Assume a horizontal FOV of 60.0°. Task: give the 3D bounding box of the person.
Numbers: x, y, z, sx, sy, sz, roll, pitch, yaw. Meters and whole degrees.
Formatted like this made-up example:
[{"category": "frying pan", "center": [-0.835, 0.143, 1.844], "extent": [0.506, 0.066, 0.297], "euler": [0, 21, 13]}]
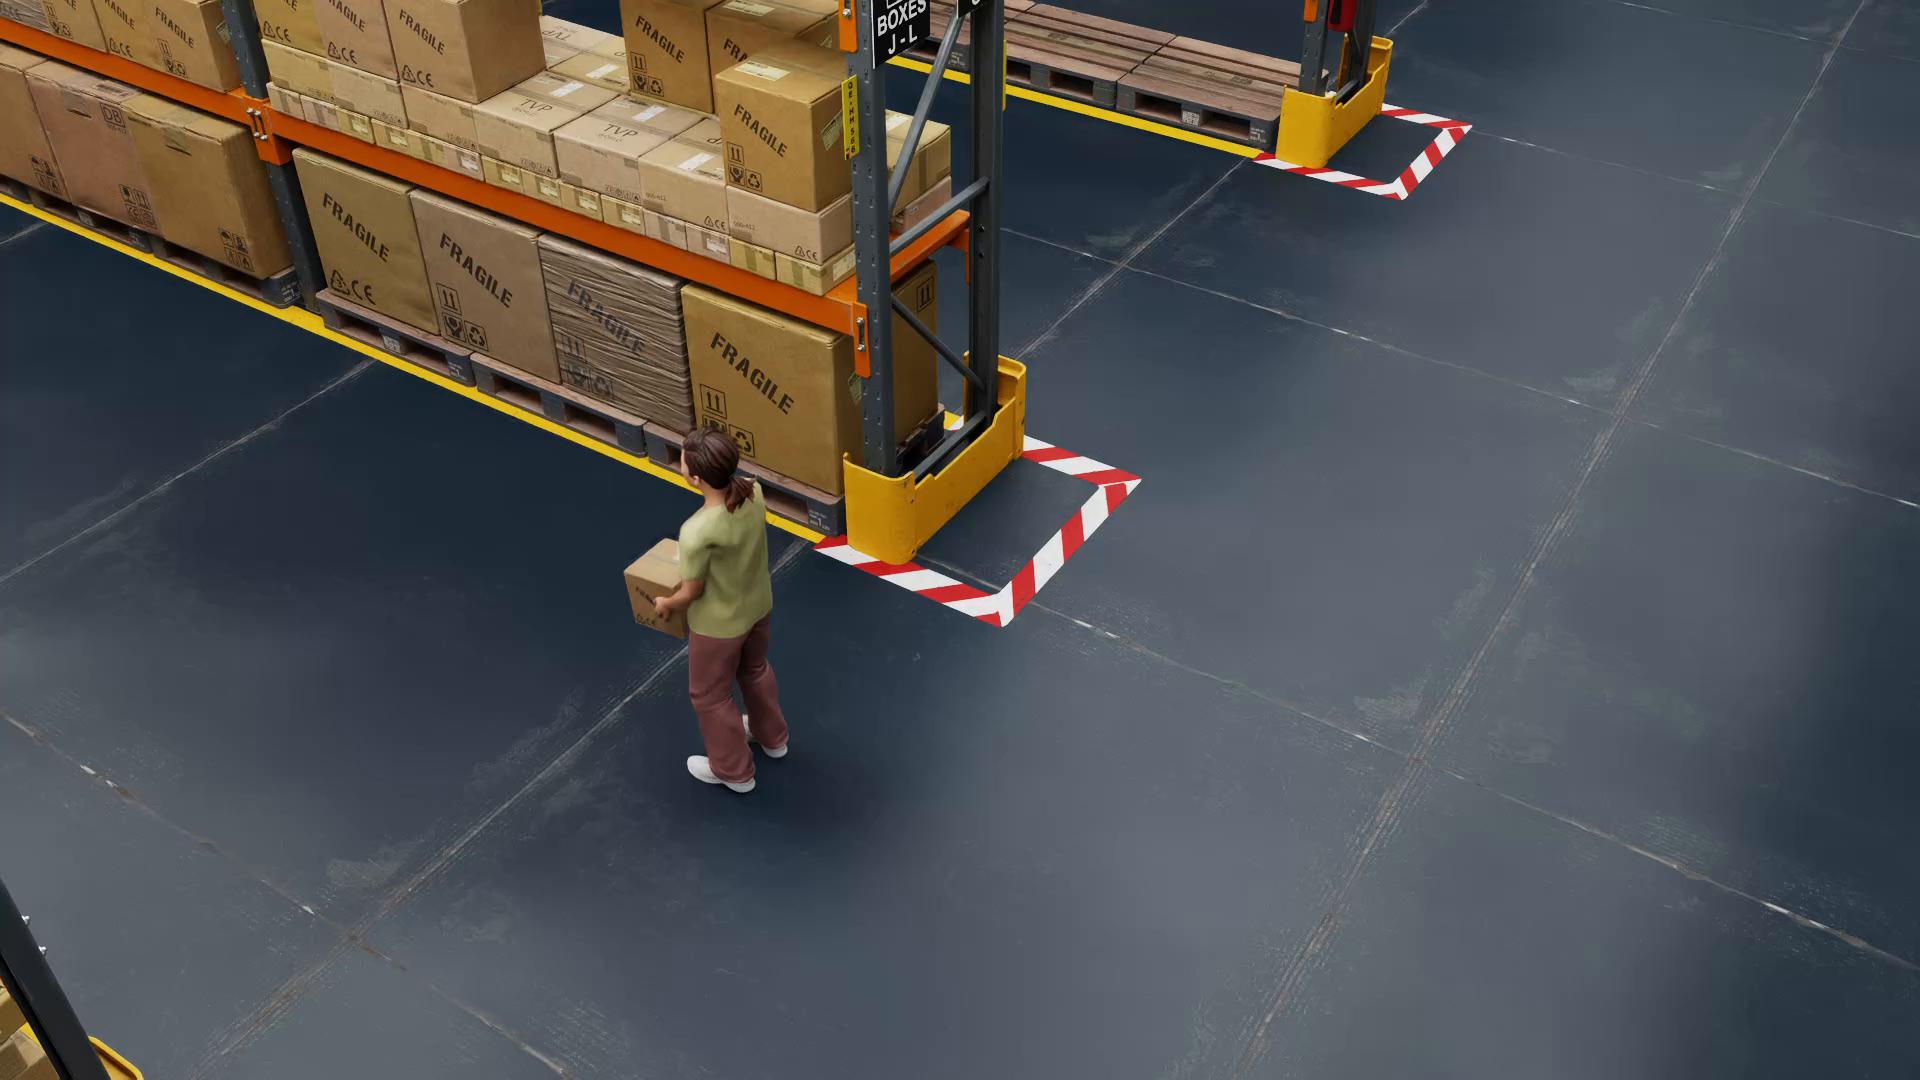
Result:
[{"category": "person", "center": [-0.916, 0.268, 6.343], "extent": [0.435, 1.675, 0.468], "euler": [21, 43, 24]}]
